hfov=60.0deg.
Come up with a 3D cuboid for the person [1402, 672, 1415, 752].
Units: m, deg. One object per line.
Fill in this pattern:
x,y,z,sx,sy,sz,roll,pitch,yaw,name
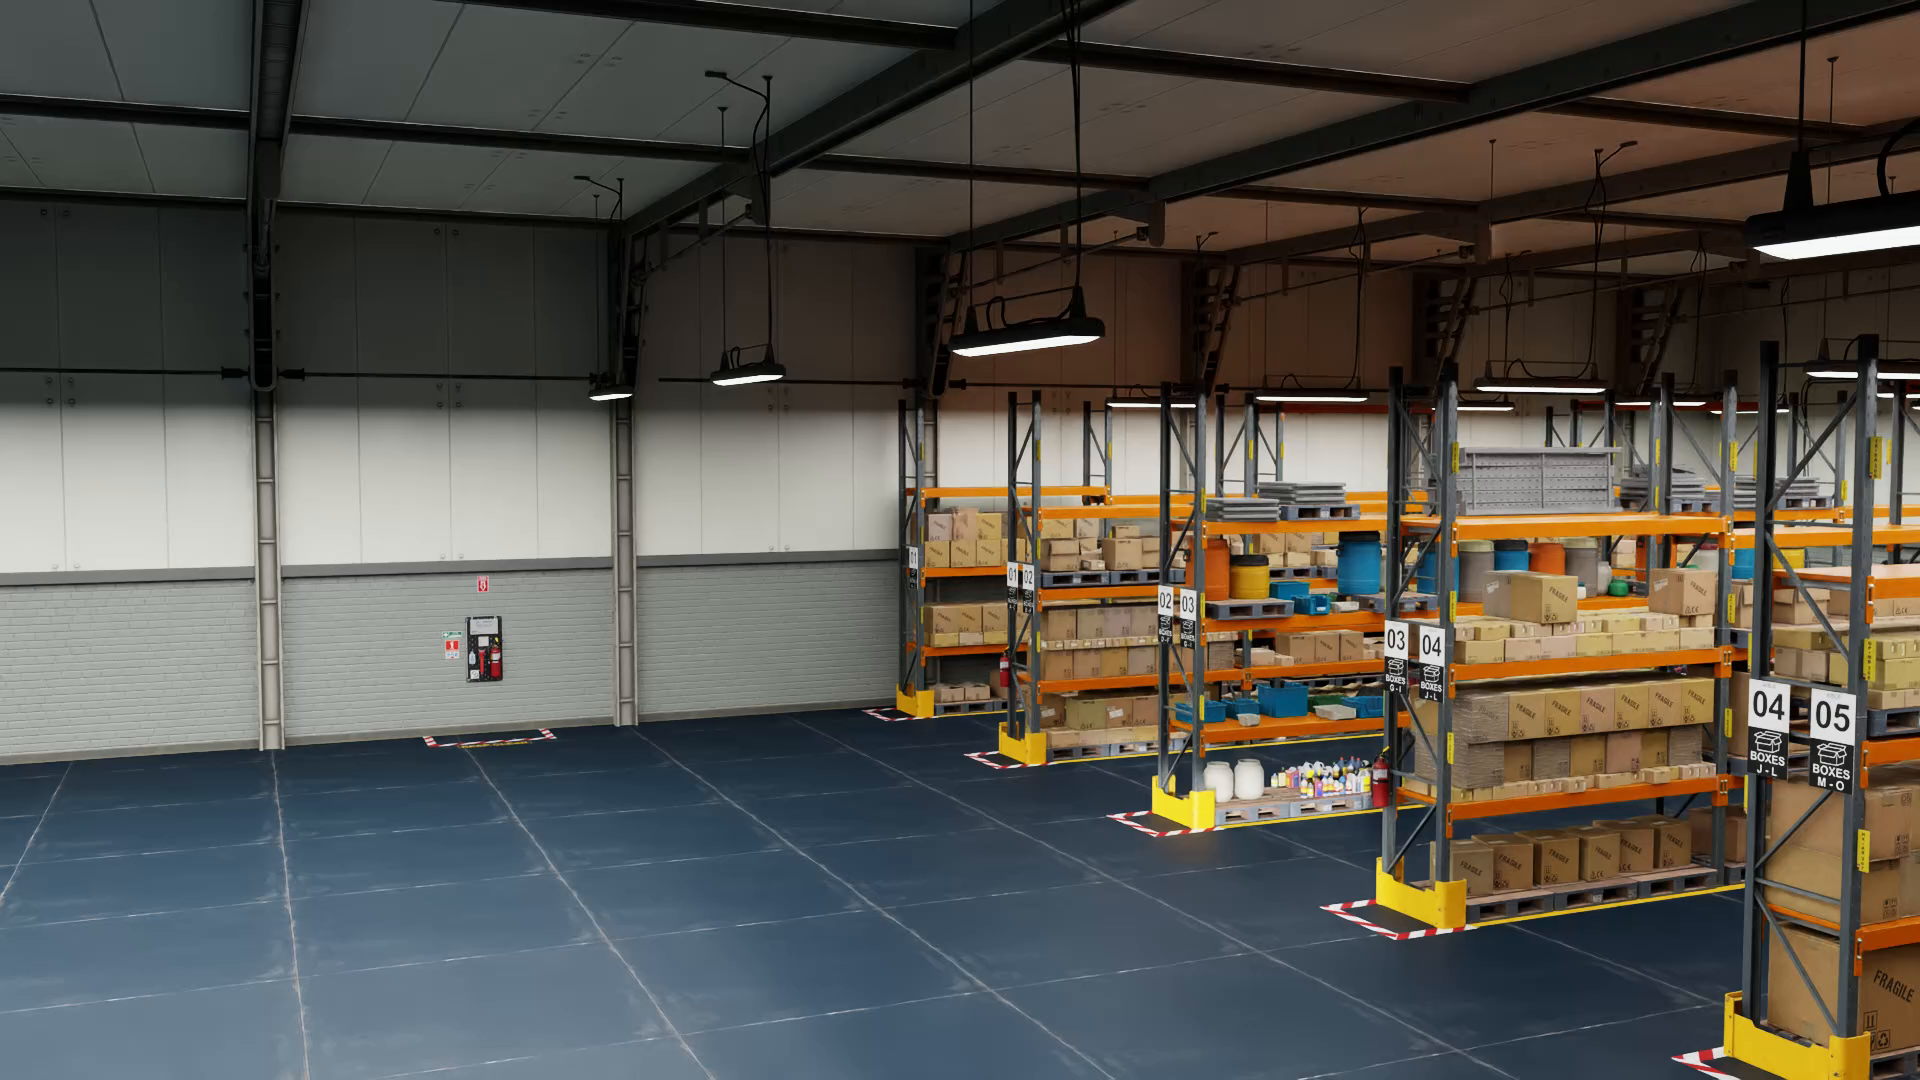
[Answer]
6.914,2.816,25.800,1.030,1.628,0.524,0,3,6,person
